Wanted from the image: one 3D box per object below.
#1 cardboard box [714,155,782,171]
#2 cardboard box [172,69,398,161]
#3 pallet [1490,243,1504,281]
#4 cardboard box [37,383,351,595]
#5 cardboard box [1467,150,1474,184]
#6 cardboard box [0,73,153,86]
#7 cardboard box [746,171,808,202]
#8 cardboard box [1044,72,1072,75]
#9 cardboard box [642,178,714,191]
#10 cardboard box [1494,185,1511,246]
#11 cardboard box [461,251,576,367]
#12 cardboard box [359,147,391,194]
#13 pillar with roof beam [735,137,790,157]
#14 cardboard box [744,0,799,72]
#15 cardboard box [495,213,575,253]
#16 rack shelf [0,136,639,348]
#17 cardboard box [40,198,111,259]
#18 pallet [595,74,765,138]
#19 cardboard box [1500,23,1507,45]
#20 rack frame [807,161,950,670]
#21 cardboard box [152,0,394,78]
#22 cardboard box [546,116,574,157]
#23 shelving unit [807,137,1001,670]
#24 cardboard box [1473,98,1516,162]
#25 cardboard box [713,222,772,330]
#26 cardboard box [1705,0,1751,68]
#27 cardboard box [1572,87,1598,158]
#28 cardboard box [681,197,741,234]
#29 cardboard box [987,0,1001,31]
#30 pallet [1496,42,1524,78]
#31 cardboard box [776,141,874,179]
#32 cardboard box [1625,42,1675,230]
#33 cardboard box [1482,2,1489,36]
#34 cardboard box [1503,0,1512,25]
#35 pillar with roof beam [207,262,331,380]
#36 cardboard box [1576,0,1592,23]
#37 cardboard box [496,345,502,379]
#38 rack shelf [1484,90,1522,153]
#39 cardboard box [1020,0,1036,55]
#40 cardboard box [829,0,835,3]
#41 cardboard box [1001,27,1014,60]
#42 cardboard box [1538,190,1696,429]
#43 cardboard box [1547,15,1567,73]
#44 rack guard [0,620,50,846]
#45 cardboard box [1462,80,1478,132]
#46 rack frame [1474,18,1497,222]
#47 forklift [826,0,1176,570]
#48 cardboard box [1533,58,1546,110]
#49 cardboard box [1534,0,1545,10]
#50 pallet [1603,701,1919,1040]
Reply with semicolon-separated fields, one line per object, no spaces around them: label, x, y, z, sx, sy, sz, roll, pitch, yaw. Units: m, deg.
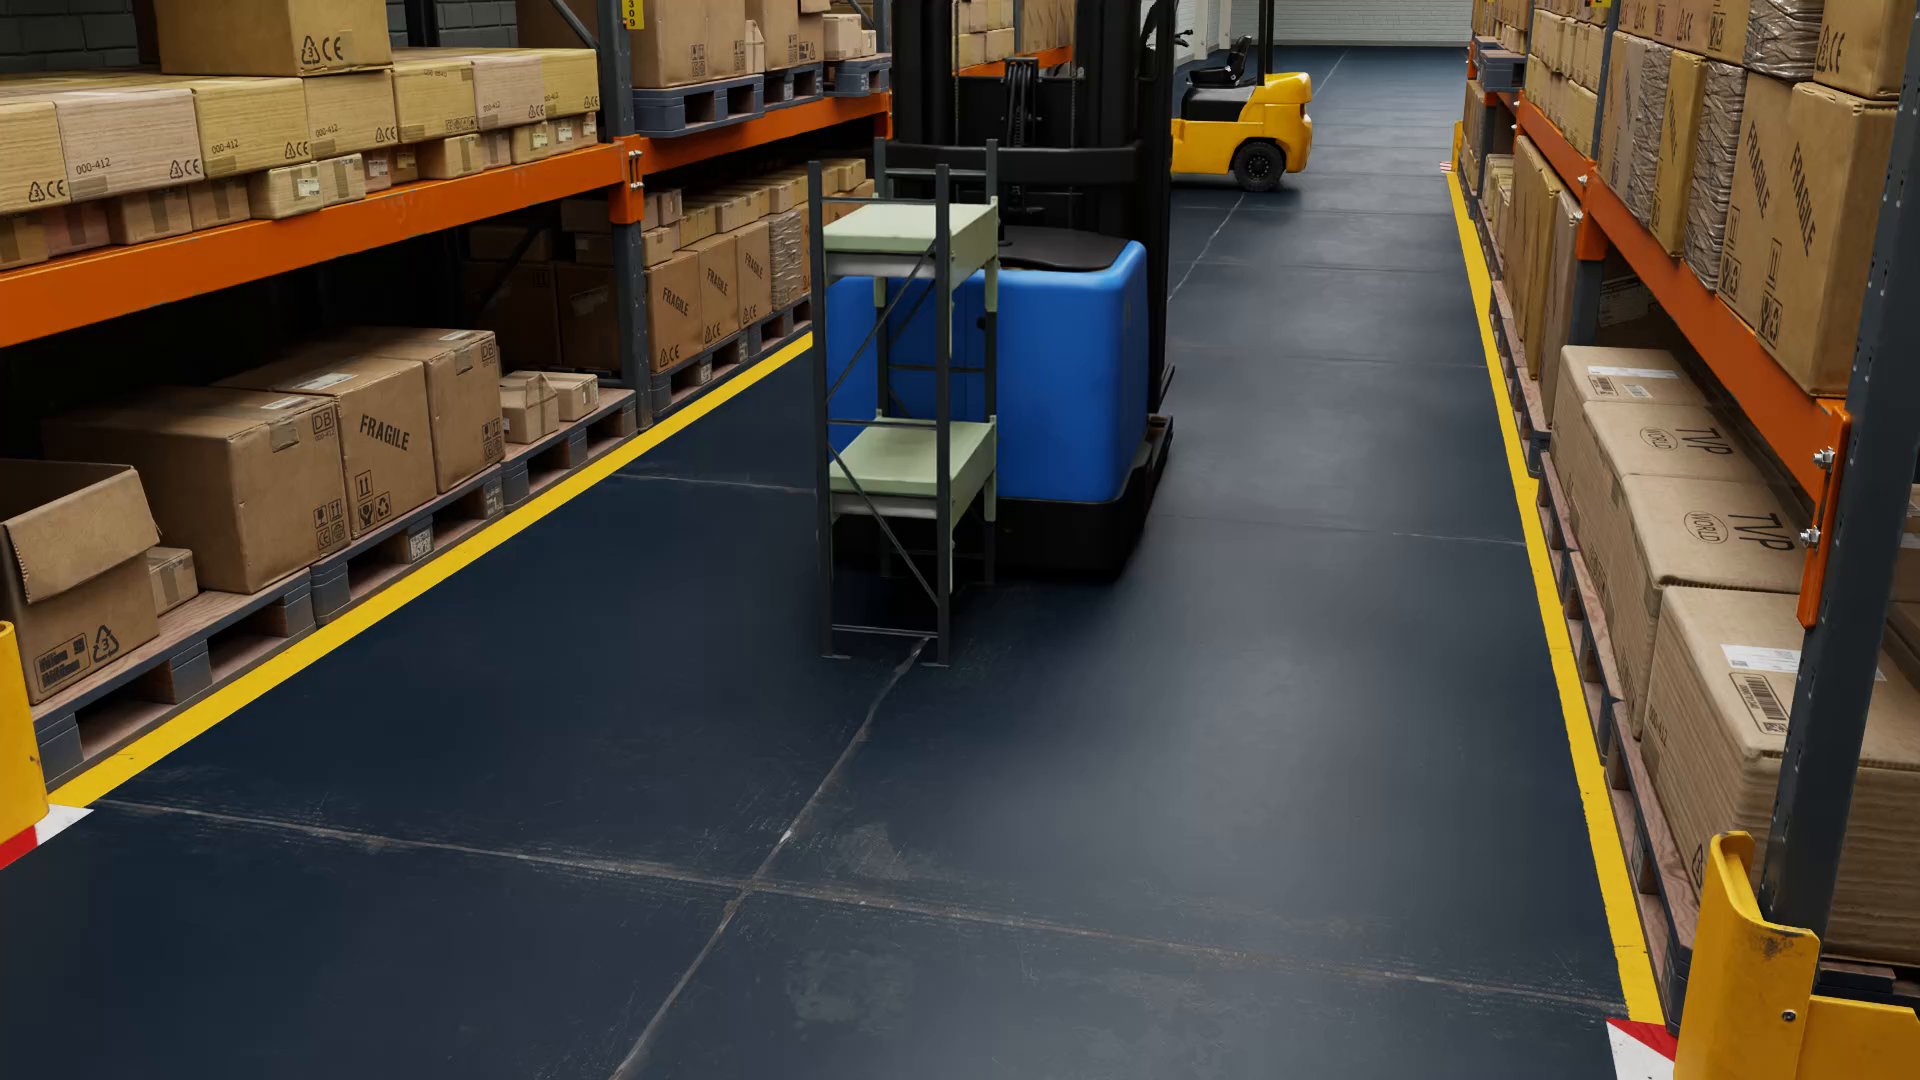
cardboard box;-1.376;-2.404;10.798;0.380;0.149;0.250;6;20;16
cardboard box;-2.181;-1.382;5.365;0.500;0.250;0.500;4;19;12
pallet;4.060;-1.754;10.997;1.003;0.211;1.213;5;19;13
cardboard box;-2.413;-0.177;5.283;0.700;0.500;0.500;5;20;16
cardboard box;4.849;-3.354;14.972;0.500;0.250;0.500;4;19;12
cardboard box;-2.793;-1.264;5.018;0.500;0.250;0.500;5;20;15
cardboard box;-1.074;-2.122;9.972;0.380;0.149;0.250;5;20;15
cardboard box;1.198;-4.929;18.035;0.500;0.250;0.500;5;20;15
cardboard box;-1.640;-1.994;9.599;0.380;0.149;0.250;5;19;14
cardboard box;4.188;-2.192;11.381;0.950;0.372;0.625;4;19;12
cardboard box;-2.091;-1.159;8.158;0.500;0.500;0.500;5;19;13
cardboard box;-2.151;-1.245;5.581;0.380;0.149;0.250;5;19;13
pillar with roof beam;2.673;-6.199;10.413;9.100;9.000;0.400;5;19;13
cardboard box;-1.270;-2.754;8.807;0.700;0.500;0.500;5;19;13
cardboard box;-2.054;-1.510;8.181;0.380;0.149;0.250;5;19;13
rack shelf;-2.412;-0.999;5.584;1.077;0.370;4.000;5;19;13
cardboard box;-2.507;-0.843;4.404;0.380;0.149;0.250;4;19;13
pallet;-1.623;-2.117;8.042;1.003;0.211;1.213;5;19;13
cardboard box;4.058;-3.608;11.849;0.380;0.149;0.250;5;20;15
rack frame;-0.227;-0.334;4.845;0.400;1.500;0.023;4;19;11
cardboard box;-2.163;-1.728;5.218;0.500;0.500;0.500;5;20;15
cardboard box;-1.799;-1.644;6.749;0.380;0.149;0.250;5;20;15
shelving unit;-0.153;-0.450;5.184;0.431;1.500;0.755;4;19;11
cardboard box;4.729;-3.542;14.360;0.500;0.500;0.500;4;19;13
cardboard box;-1.341;-1.439;8.979;0.500;0.500;0.500;4;19;12
cardboard box;2.023;-1.333;3.747;0.500;0.500;0.500;5;19;13
cardboard box;2.756;-1.665;6.653;0.500;0.250;0.500;4;19;12
cardboard box;-1.383;-1.717;8.787;0.380;0.149;0.250;5;19;13
cardboard box;0.040;-4.303;13.604;0.500;0.250;0.500;4;19;12
pallet;4.312;-3.362;11.686;1.003;0.211;1.213;5;19;13
cardboard box;-0.781;-2.489;11.859;0.875;0.625;0.625;5;20;15
cardboard box;2.267;-1.183;4.857;0.500;0.500;0.500;5;19;14
cardboard box;4.954;-4.755;14.852;0.500;0.500;0.500;5;20;15
cardboard box;3.947;-3.701;11.119;0.500;0.500;0.500;3;19;10
pillar with roof beam;1.207;-4.318;4.907;9.100;9.000;0.400;5;19;13
cardboard box;2.875;-2.418;6.925;0.500;0.500;0.500;5;19;14
cardboard box;-2.314;-0.704;7.118;0.500;0.311;0.500;5;20;15
rack shelf;4.356;-3.115;11.781;1.077;0.370;4.000;5;19;13
cardboard box;0.392;-4.639;14.975;0.500;0.500;0.500;4;19;12
cardboard box;-1.063;-3.692;11.198;0.380;0.149;0.250;5;20;15
cardboard box;0.161;-4.224;14.145;0.500;0.250;0.500;5;20;15
cardboard box;2.964;-0.969;7.022;0.875;0.875;0.875;5;20;15
cardboard box;3.107;-2.380;7.974;0.500;0.250;0.500;5;19;14
rack guard;-2.883;0.447;4.106;1.175;0.500;0.348;5;19;13
cardboard box;5.352;-4.350;16.728;0.500;0.500;0.500;4;19;12
rack frame;4.845;-4.083;13.500;1.000;3.000;0.127;5;19;13
forklift;0.327;-1.723;6.697;1.130;2.935;3.031;4;19;11
cardboard box;3.396;-2.462;8.987;0.500;0.250;0.500;4;19;12
cardboard box;3.510;-3.214;9.255;0.500;0.500;0.500;4;19;12
pallet;2.033;0.741;3.691;1.003;0.211;1.213;5;19;13
